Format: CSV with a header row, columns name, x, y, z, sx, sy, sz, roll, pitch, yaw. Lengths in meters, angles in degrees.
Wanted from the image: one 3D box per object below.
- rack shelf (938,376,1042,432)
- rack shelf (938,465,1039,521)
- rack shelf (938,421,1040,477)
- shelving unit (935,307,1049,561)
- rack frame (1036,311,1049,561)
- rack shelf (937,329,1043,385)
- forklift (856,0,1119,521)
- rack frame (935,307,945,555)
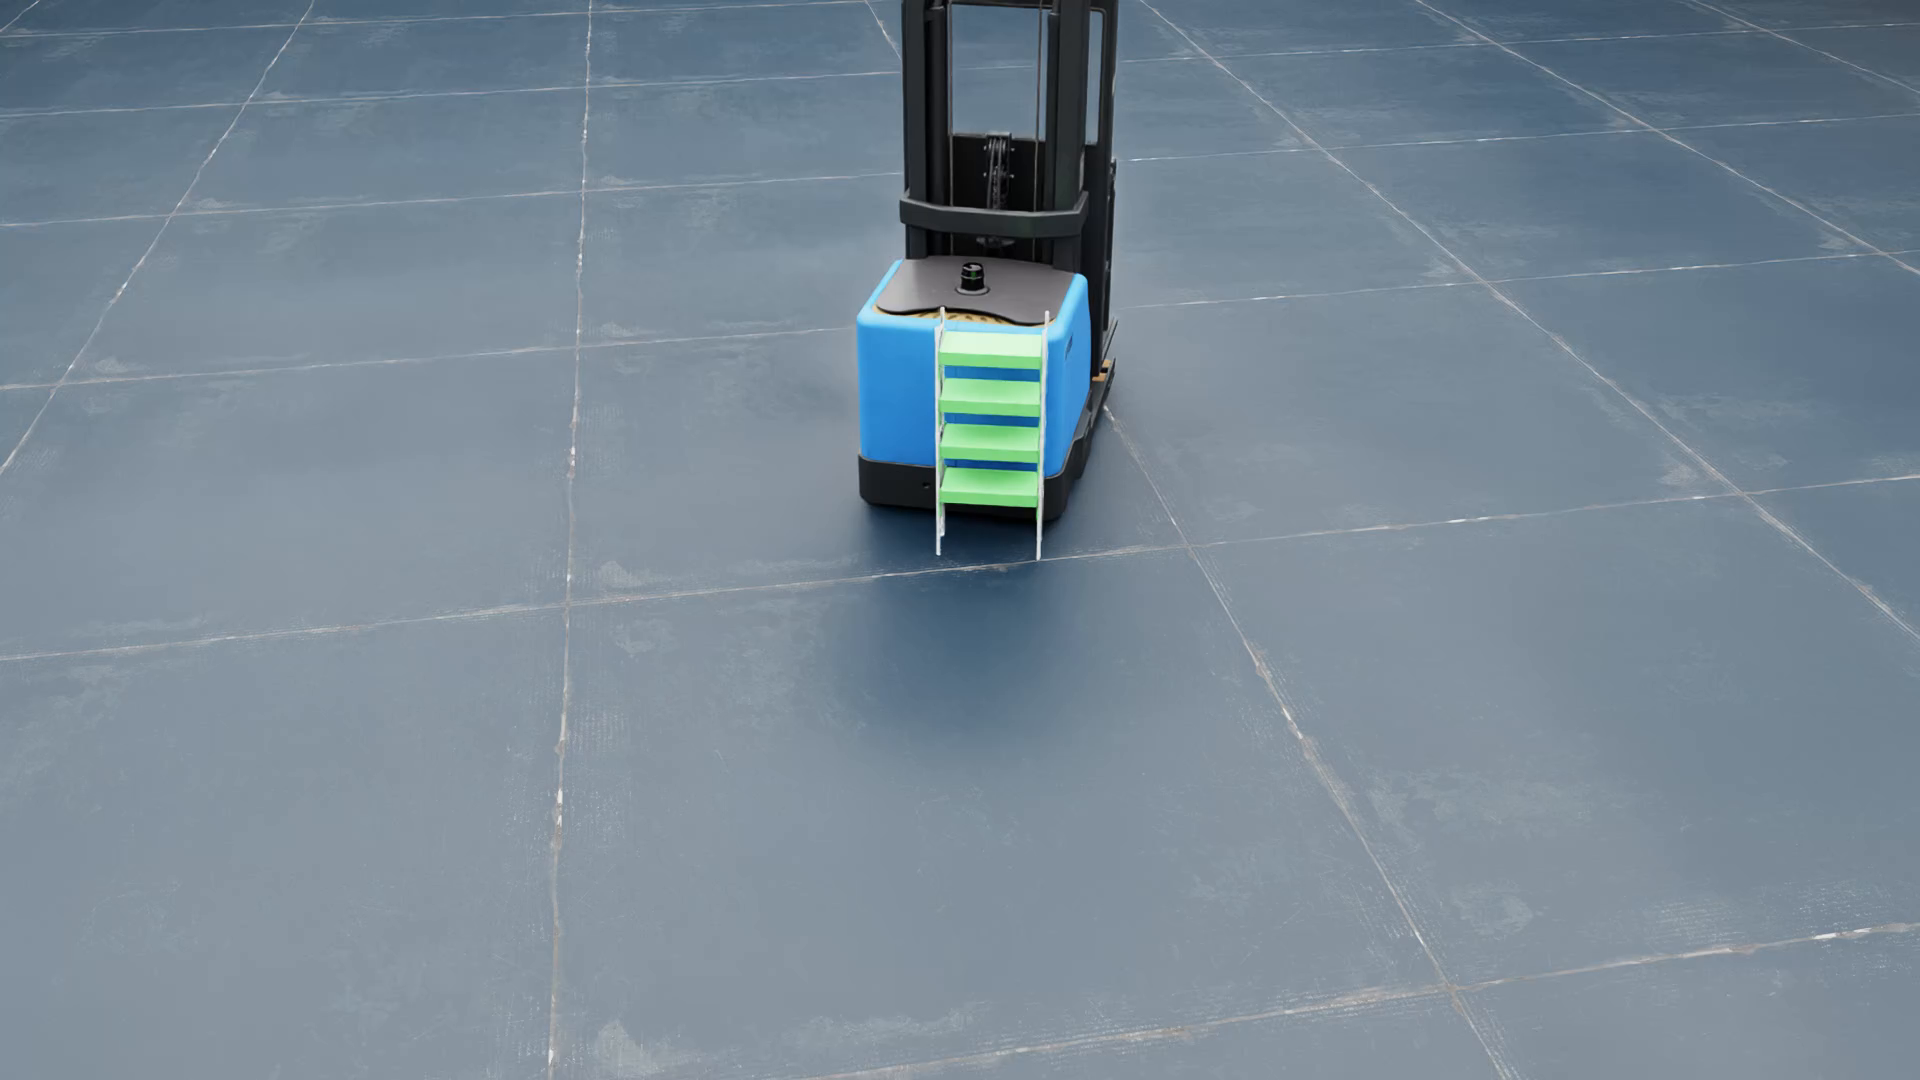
name,x,y,z,sx,sy,sz,roll,pitch,yaw
rack shelf,0.149,-0.642,7.810,0.480,0.148,0.258,3,31,5
rack shelf,0.149,-0.228,8.054,0.480,0.148,0.258,3,31,5
rack shelf,0.149,-0.435,7.932,0.480,0.148,0.258,3,31,5
shelving unit,0.149,-0.490,7.900,0.503,1.200,0.258,3,31,5
rack frame,0.392,-0.477,7.878,0.015,1.200,0.240,3,31,5
rack shelf,0.149,-0.849,7.689,0.480,0.148,0.258,3,31,5
forklift,0.298,-2.093,8.918,1.130,2.935,3.031,6,31,11
rack frame,-0.094,-0.503,7.921,0.015,1.200,0.240,3,31,5
